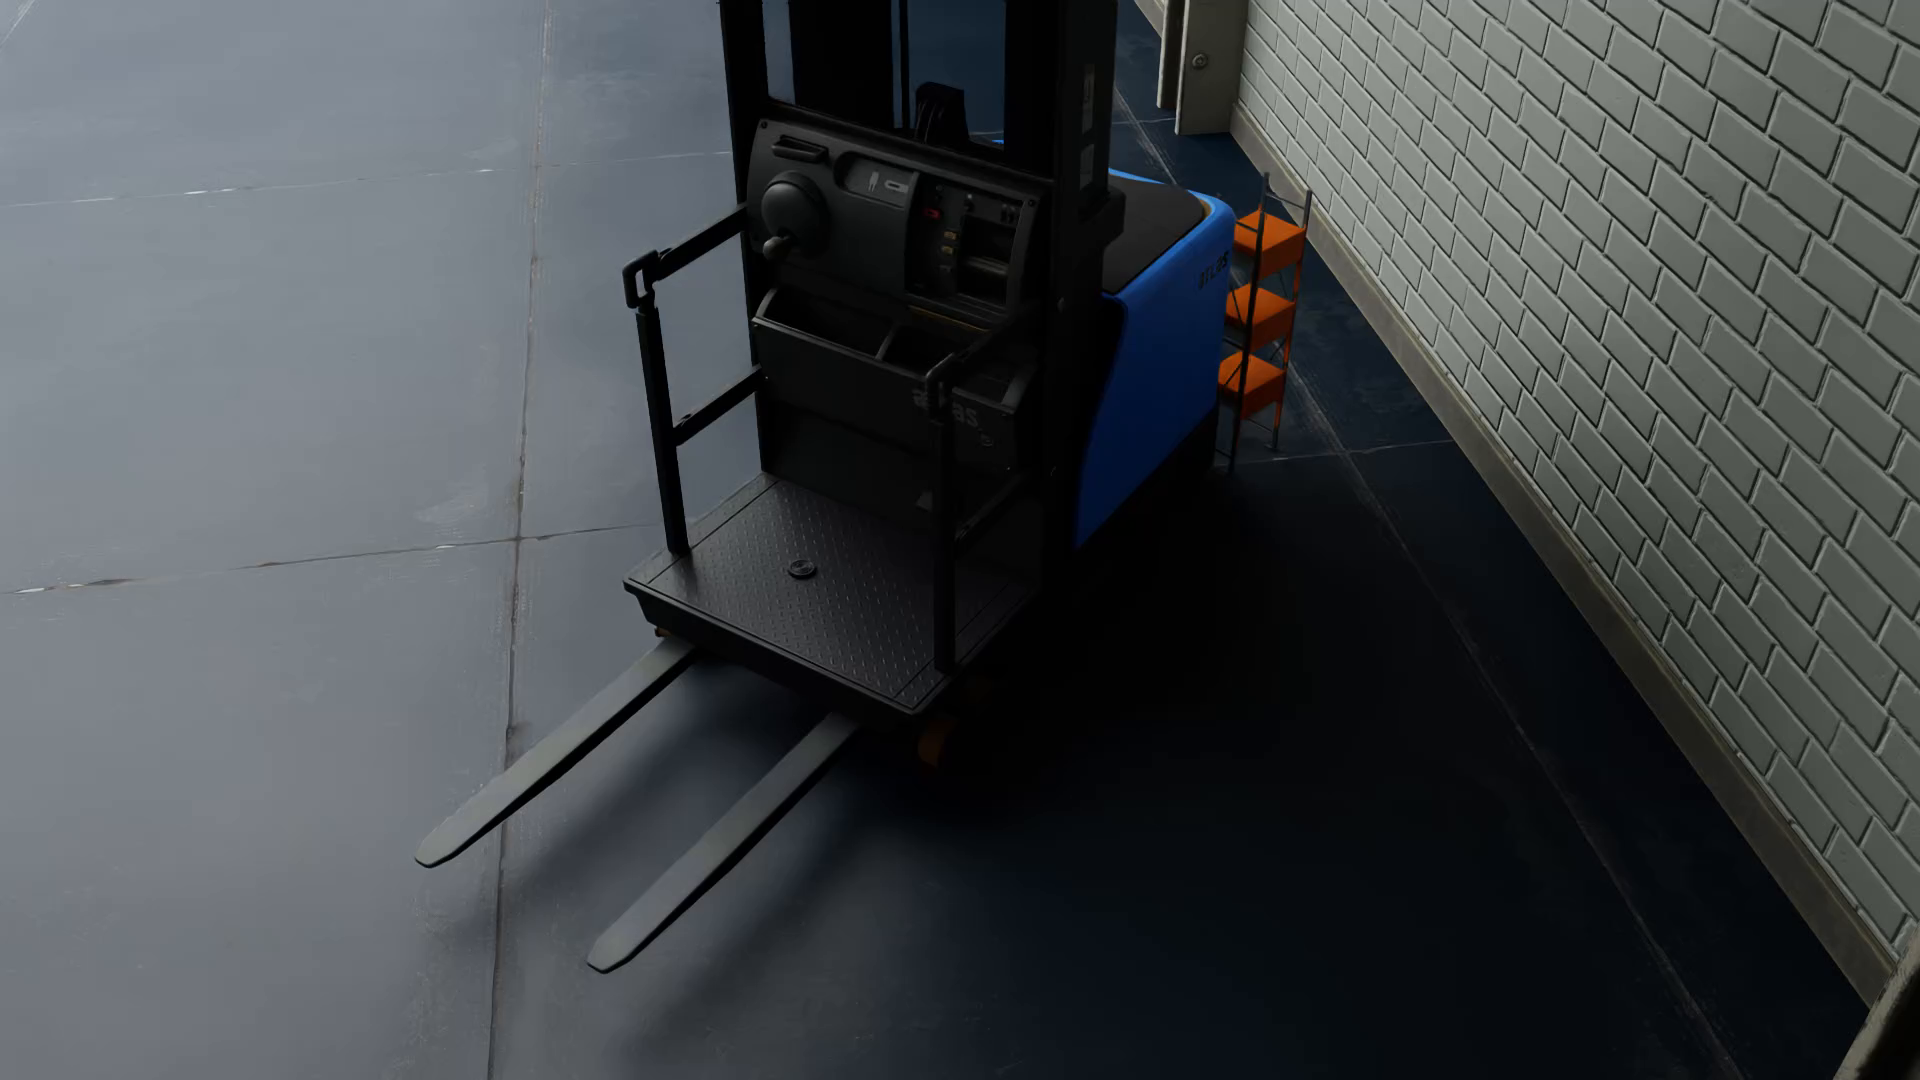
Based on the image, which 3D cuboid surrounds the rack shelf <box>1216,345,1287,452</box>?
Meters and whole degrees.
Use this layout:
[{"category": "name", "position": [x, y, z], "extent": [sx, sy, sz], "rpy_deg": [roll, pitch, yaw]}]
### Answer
[{"category": "rack shelf", "position": [1.014, -0.513, 6.025], "extent": [0.240, 0.259, 0.215], "rpy_deg": [-29, 46, -32]}]

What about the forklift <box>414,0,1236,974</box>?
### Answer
[{"category": "forklift", "position": [-0.312, -0.818, 4.414], "extent": [1.130, 2.935, 3.031], "rpy_deg": [22, 43, 26]}]

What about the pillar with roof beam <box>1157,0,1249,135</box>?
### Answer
[{"category": "pillar with roof beam", "position": [-3.026, -5.264, 5.191], "extent": [9.100, 9.000, 0.400], "rpy_deg": [-6, 38, -8]}]

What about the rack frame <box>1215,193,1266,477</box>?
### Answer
[{"category": "rack frame", "position": [0.923, -0.691, 5.784], "extent": [0.008, 1.050, 0.200], "rpy_deg": [-29, 46, -32]}]

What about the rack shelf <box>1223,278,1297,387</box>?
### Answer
[{"category": "rack shelf", "position": [1.014, -0.733, 5.855], "extent": [0.240, 0.259, 0.215], "rpy_deg": [-29, 46, -32]}]

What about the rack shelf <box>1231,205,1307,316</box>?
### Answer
[{"category": "rack shelf", "position": [1.014, -0.957, 5.681], "extent": [0.240, 0.259, 0.215], "rpy_deg": [-29, 46, -32]}]

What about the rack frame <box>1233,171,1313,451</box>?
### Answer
[{"category": "rack frame", "position": [1.104, -0.792, 5.913], "extent": [0.008, 1.050, 0.200], "rpy_deg": [-29, 46, -32]}]

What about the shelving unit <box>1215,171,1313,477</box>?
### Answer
[{"category": "shelving unit", "position": [1.014, -0.741, 5.848], "extent": [0.252, 1.050, 0.215], "rpy_deg": [-29, 46, -32]}]
